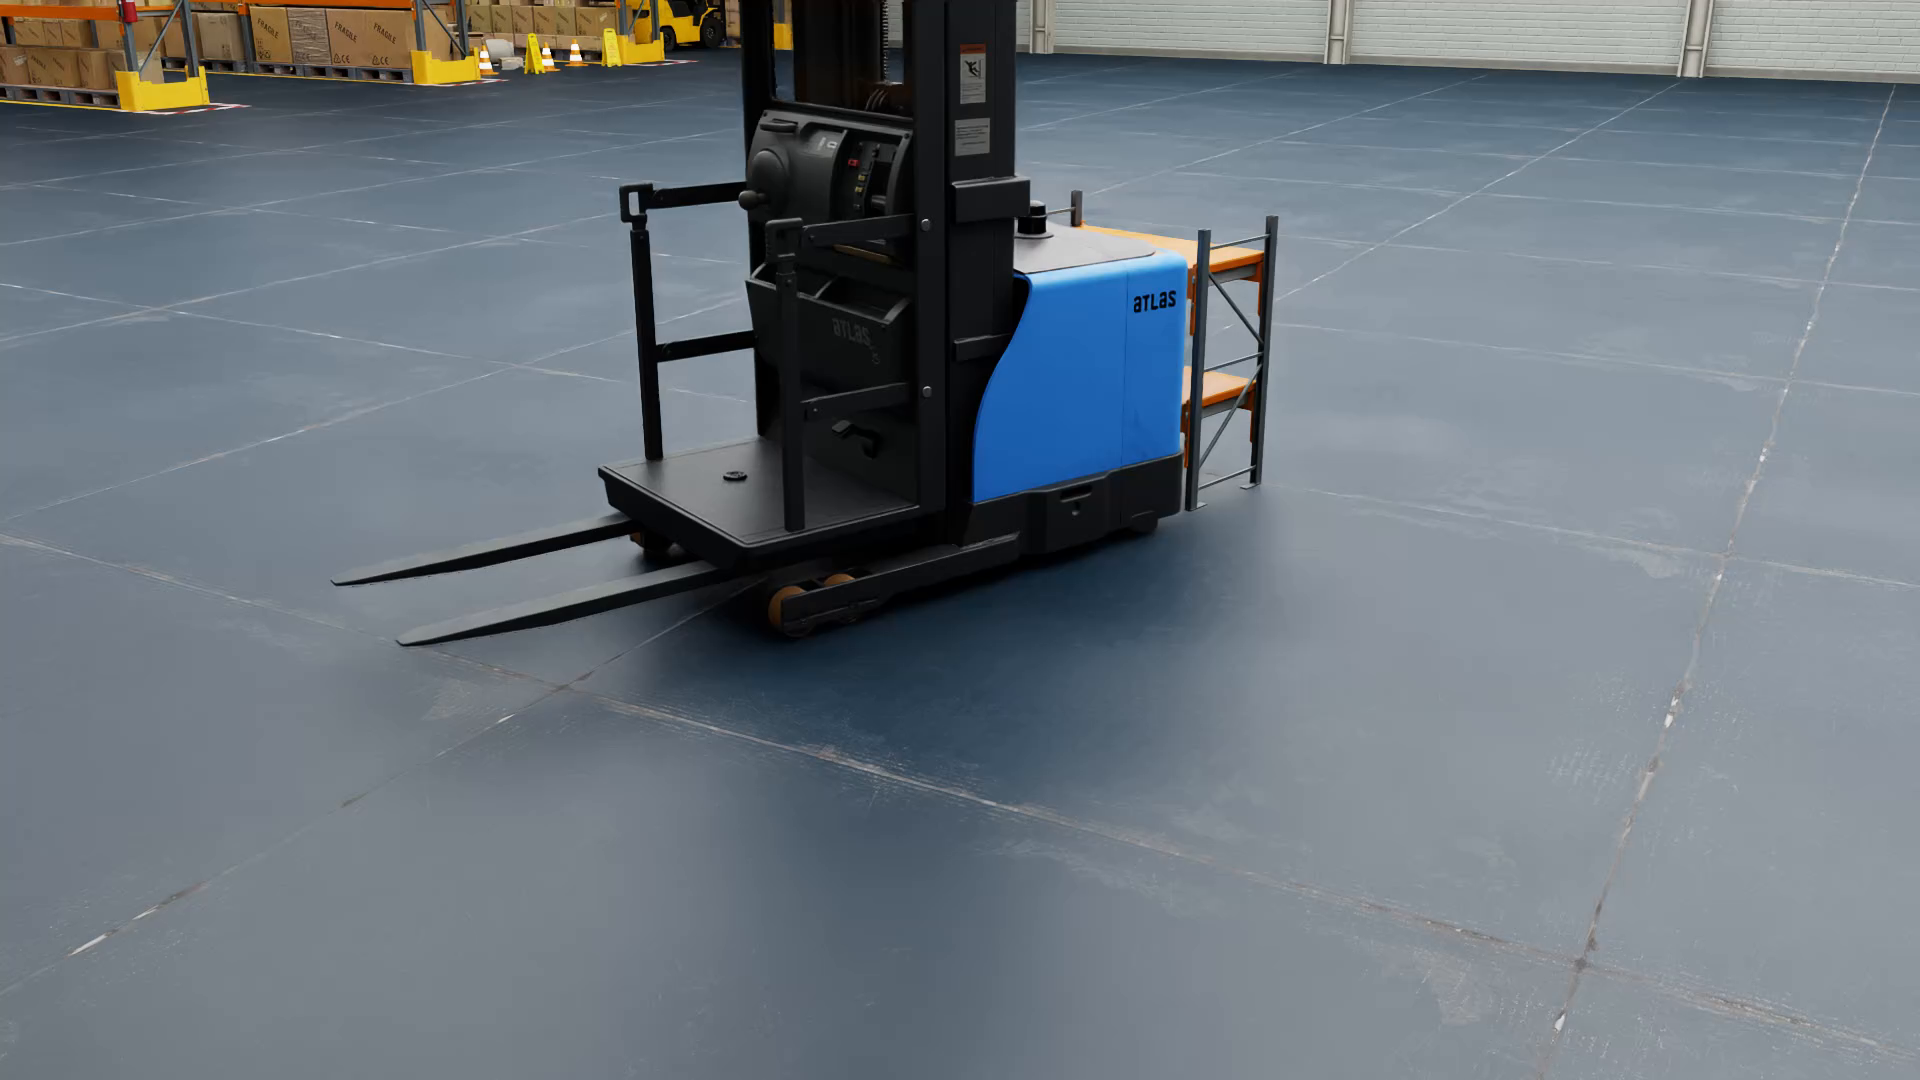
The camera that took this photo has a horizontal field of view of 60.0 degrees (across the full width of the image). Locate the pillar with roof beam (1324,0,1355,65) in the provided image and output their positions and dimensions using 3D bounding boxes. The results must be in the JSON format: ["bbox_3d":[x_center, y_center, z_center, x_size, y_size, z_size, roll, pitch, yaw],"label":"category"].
[{"bbox_3d":[4.762,-11.625,25.217,0.400,9.000,9.100,11,23,27],"label":"pillar with roof beam"}]

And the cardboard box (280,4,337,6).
[{"bbox_3d":[-13.411,-10.888,34.483,0.875,0.875,0.875,11,22,27],"label":"cardboard box"}]

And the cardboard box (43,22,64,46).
[{"bbox_3d":[-16.327,-9.201,30.382,0.500,0.500,0.500,12,23,29],"label":"cardboard box"}]

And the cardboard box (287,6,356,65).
[{"bbox_3d":[-10.378,-8.319,27.400,0.875,0.875,0.875,11,23,28],"label":"cardboard box"}]

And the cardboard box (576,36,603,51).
[{"bbox_3d":[-6.722,-9.183,30.698,0.500,0.250,0.500,11,23,27],"label":"cardboard box"}]

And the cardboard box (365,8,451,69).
[{"bbox_3d":[-8.814,-8.021,26.579,0.875,0.875,0.875,11,23,28],"label":"cardboard box"}]

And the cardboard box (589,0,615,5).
[{"bbox_3d":[-8.073,-11.659,36.975,0.625,0.625,0.875,11,22,27],"label":"cardboard box"}]

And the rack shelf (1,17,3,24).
[{"bbox_3d":[-15.935,-7.929,24.880,4.000,0.370,1.077,11,23,27],"label":"rack shelf"}]

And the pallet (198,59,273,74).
[{"bbox_3d":[-12.392,-8.190,28.632,1.213,0.211,1.003,11,23,27],"label":"pallet"}]

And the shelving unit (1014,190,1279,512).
[{"bbox_3d":[0.721,-0.828,6.999,1.048,1.125,0.538,18,27,41],"label":"shelving unit"}]

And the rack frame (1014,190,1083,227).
[{"bbox_3d":[0.355,-0.948,7.330,0.032,1.125,0.500,18,27,41],"label":"rack frame"}]

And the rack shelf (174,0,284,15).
[{"bbox_3d":[-13.428,-9.389,28.905,4.000,0.370,1.077,11,23,27],"label":"rack shelf"}]

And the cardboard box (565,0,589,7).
[{"bbox_3d":[-7.044,-9.879,30.565,0.250,0.149,0.380,12,23,29],"label":"cardboard box"}]

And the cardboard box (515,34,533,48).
[{"bbox_3d":[-8.037,-9.438,31.403,0.500,0.250,0.500,10,22,27],"label":"cardboard box"}]

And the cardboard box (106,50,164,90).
[{"bbox_3d":[-11.234,-6.401,22.662,0.500,0.500,0.500,16,25,37],"label":"cardboard box"}]

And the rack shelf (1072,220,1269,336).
[{"bbox_3d":[0.721,-1.104,6.899,1.000,0.278,0.538,18,27,41],"label":"rack shelf"}]

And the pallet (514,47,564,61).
[{"bbox_3d":[-7.683,-9.270,31.612,1.213,0.211,1.003,11,23,27],"label":"pallet"}]

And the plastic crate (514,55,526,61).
[{"bbox_3d":[-8.385,-9.007,31.079,0.583,0.080,0.402,3,20,9],"label":"plastic crate"}]

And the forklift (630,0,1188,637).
[{"bbox_3d":[-0.621,-1.261,5.543,3.031,2.935,1.130,-14,24,-34],"label":"forklift"}]

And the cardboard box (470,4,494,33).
[{"bbox_3d":[-8.973,-9.964,31.751,0.500,0.500,0.500,12,23,30],"label":"cardboard box"}]

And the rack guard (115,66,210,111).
[{"bbox_3d":[-10.763,-6.107,22.468,0.348,0.500,1.175,11,23,27],"label":"rack guard"}]

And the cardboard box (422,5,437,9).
[{"bbox_3d":[-12.257,-12.311,38.954,0.500,0.500,0.500,10,22,25],"label":"cardboard box"}]

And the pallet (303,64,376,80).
[{"bbox_3d":[-9.987,-7.731,27.369,1.213,0.211,1.003,11,23,27],"label":"pallet"}]

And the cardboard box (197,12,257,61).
[{"bbox_3d":[-12.268,-8.611,28.388,0.750,0.750,1.050,11,23,27],"label":"cardboard box"}]

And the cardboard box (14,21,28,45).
[{"bbox_3d":[-17.224,-9.375,30.861,0.500,0.500,0.500,11,23,28],"label":"cardboard box"}]

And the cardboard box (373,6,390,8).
[{"bbox_3d":[-13.610,-12.569,39.665,0.500,0.500,0.500,12,23,30],"label":"cardboard box"}]

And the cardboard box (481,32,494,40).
[{"bbox_3d":[-8.973,-9.611,31.879,0.500,0.250,0.500,10,22,25],"label":"cardboard box"}]

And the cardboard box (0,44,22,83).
[{"bbox_3d":[-13.859,-6.879,23.979,0.500,0.500,0.500,10,22,26],"label":"cardboard box"}]

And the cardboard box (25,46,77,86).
[{"bbox_3d":[-12.775,-6.706,23.503,0.500,0.500,0.500,9,22,23],"label":"cardboard box"}]

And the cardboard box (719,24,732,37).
[{"bbox_3d":[-4.873,-10.758,35.041,0.500,0.250,0.500,11,23,28],"label":"cardboard box"}]

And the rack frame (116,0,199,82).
[{"bbox_3d":[-10.697,-7.270,22.007,0.127,3.000,1.000,11,23,27],"label":"rack frame"}]

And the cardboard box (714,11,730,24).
[{"bbox_3d":[-4.917,-10.992,34.952,0.500,0.250,0.500,10,22,26],"label":"cardboard box"}]

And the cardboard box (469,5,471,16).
[{"bbox_3d":[-10.905,-12.057,38.255,0.500,0.500,0.500,12,23,29],"label":"cardboard box"}]

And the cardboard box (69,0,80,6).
[{"bbox_3d":[-11.718,-7.252,22.326,0.250,0.149,0.380,11,23,27],"label":"cardboard box"}]

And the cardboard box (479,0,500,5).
[{"bbox_3d":[-8.893,-10.230,31.534,0.250,0.149,0.380,11,23,28],"label":"cardboard box"}]

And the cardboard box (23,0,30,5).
[{"bbox_3d":[-12.592,-7.418,22.784,0.250,0.149,0.380,11,23,27],"label":"cardboard box"}]

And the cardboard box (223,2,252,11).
[{"bbox_3d":[-14.967,-11.187,35.306,0.875,0.875,0.875,12,23,29],"label":"cardboard box"}]

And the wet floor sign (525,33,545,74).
[{"bbox_3d":[-7.199,-8.207,28.044,0.232,0.644,0.267,7,21,18],"label":"wet floor sign"}]

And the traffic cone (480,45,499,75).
[{"bbox_3d":[-7.961,-8.048,27.873,0.334,0.463,0.336,11,23,27],"label":"traffic cone"}]

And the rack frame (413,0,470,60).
[{"bbox_3d":[-8.190,-8.729,26.031,0.127,3.000,1.000,11,23,27],"label":"rack frame"}]

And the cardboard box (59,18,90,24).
[{"bbox_3d":[-15.899,-9.470,30.024,0.500,0.250,0.500,10,22,26],"label":"cardboard box"}]

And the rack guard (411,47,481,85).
[{"bbox_3d":[-8.169,-7.550,26.447,0.348,0.500,1.175,11,23,27],"label":"rack guard"}]

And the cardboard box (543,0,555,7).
[{"bbox_3d":[-7.491,-9.966,30.805,0.250,0.149,0.380,12,23,30],"label":"cardboard box"}]

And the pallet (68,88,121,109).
[{"bbox_3d":[-11.455,-6.117,22.919,1.213,0.211,1.003,11,23,27],"label":"pallet"}]

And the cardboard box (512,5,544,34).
[{"bbox_3d":[-8.048,-9.792,31.276,0.500,0.500,0.500,12,23,30],"label":"cardboard box"}]

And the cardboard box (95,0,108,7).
[{"bbox_3d":[-11.264,-7.179,22.126,0.250,0.149,0.380,11,23,27],"label":"cardboard box"}]

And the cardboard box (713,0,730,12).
[{"bbox_3d":[-4.895,-11.221,34.850,0.500,0.250,0.500,11,23,28],"label":"cardboard box"}]
